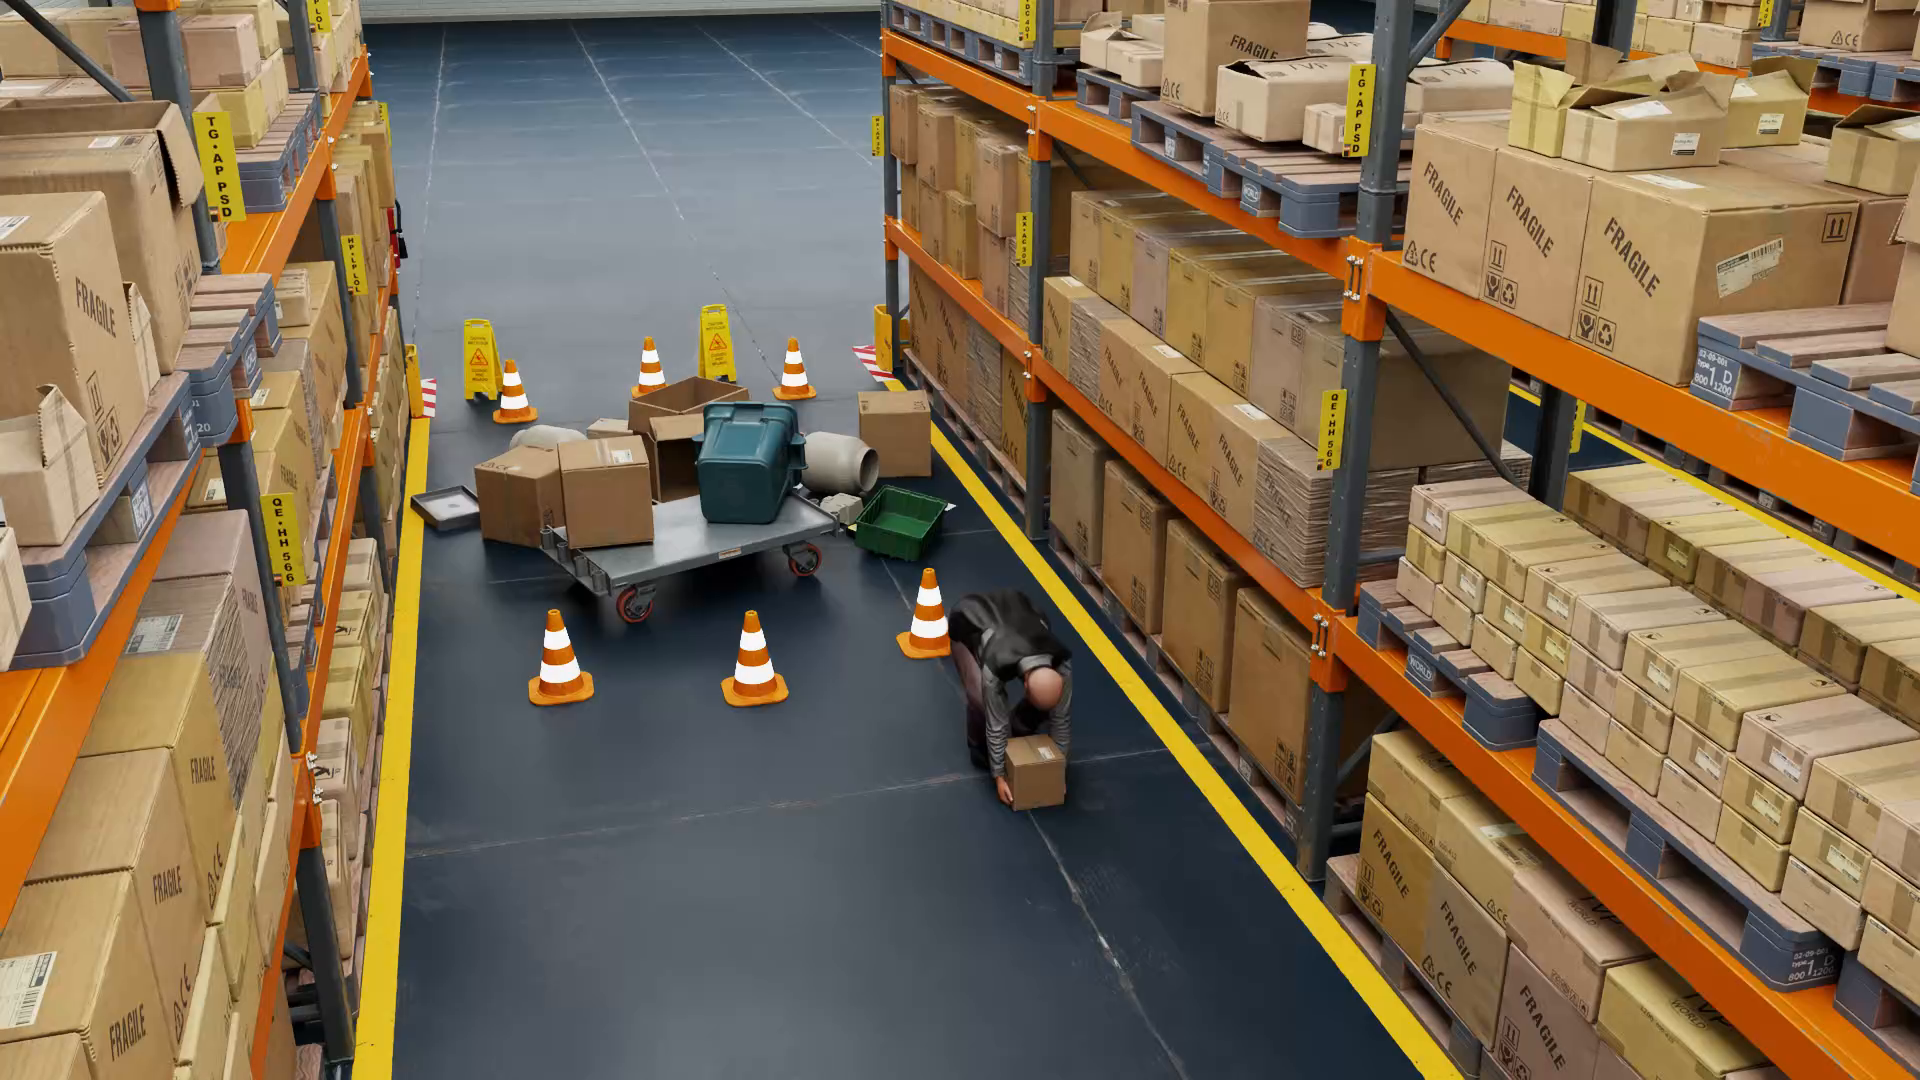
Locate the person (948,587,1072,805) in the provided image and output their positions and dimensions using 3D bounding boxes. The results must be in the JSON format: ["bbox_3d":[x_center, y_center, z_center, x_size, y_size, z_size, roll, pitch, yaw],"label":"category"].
[{"bbox_3d":[0.267,0.720,8.072,0.507,0.860,0.954,-7,24,-16],"label":"person"}]
